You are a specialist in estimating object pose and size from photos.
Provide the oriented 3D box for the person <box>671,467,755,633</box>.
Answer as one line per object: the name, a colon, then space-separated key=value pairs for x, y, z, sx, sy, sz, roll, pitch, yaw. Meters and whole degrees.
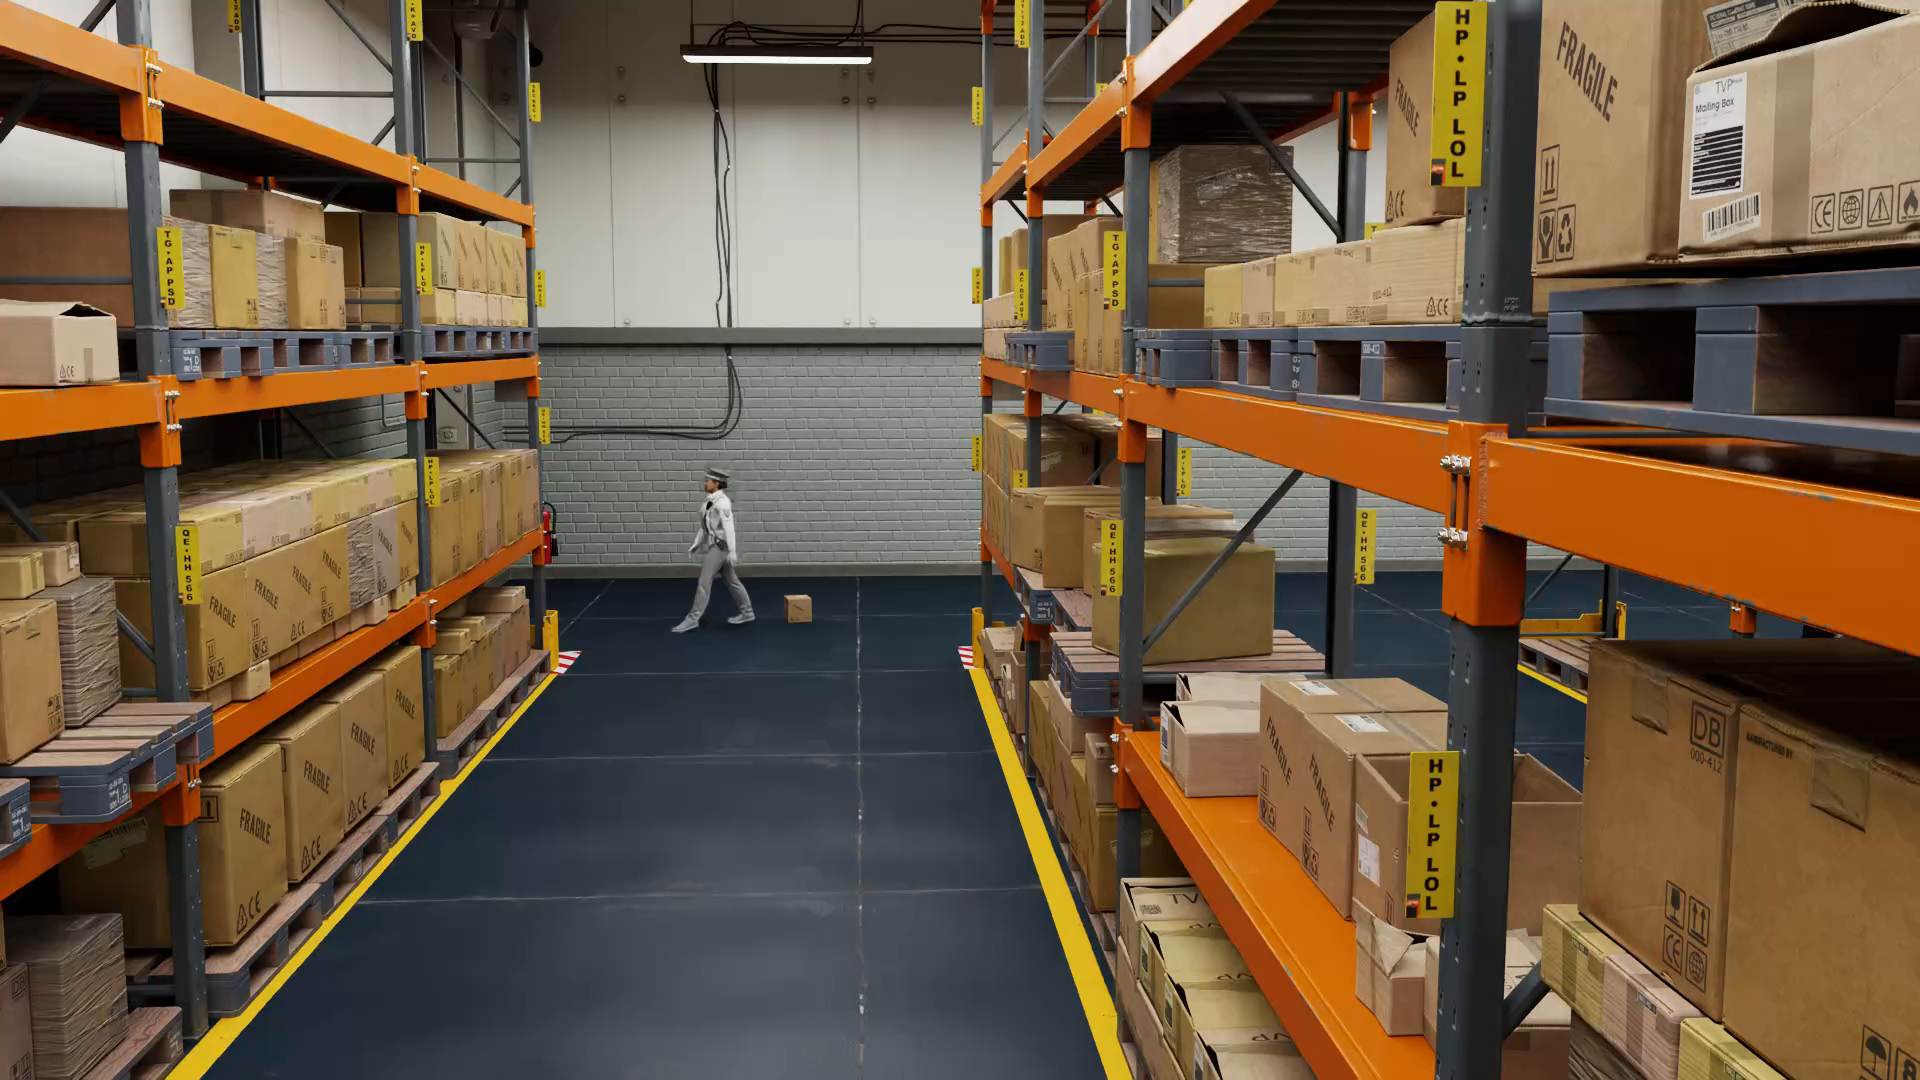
person: x=-2.534 y=0.078 z=16.974 sx=0.901 sy=1.663 sz=0.544 roll=-2 pitch=7 yaw=-20
